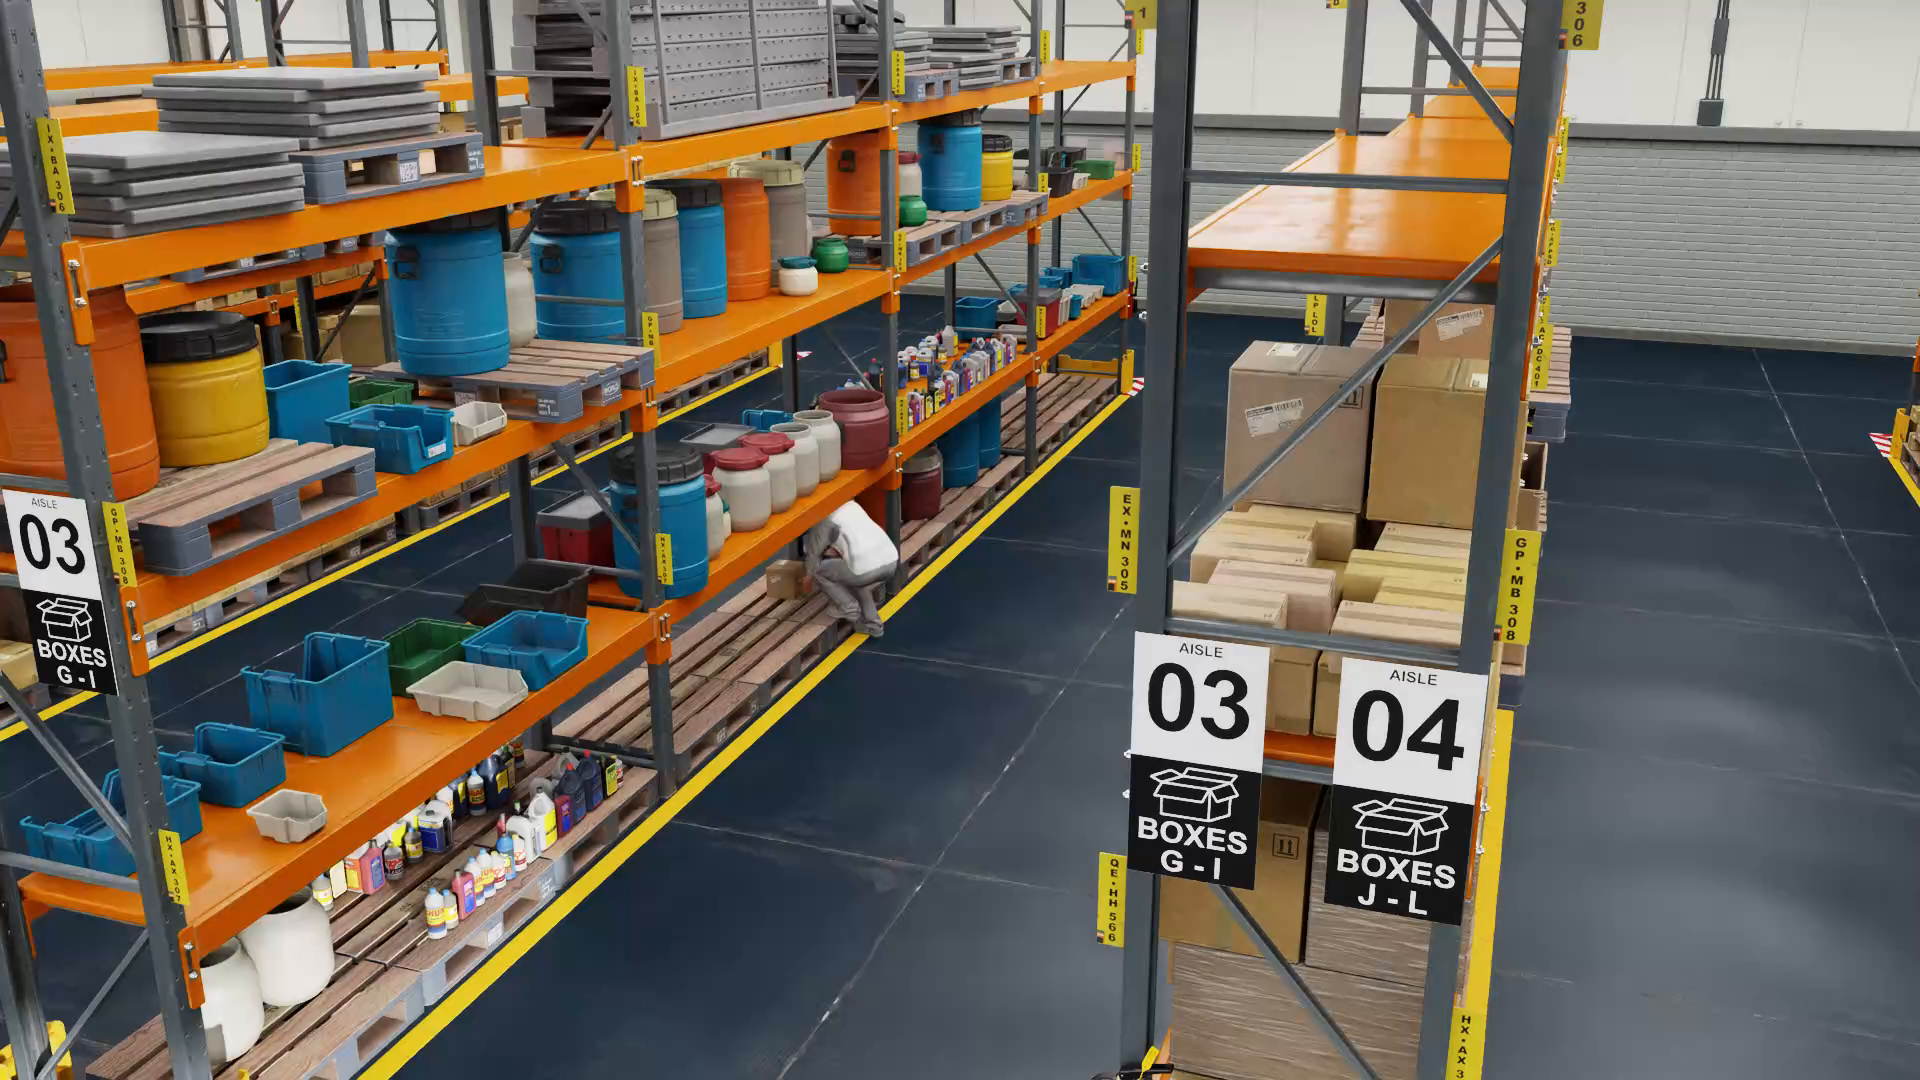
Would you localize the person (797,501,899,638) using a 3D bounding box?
[{"bbox_3d":[-0.919,0.186,13.220,0.840,1.257,0.582,13,23,35],"label":"person"}]
